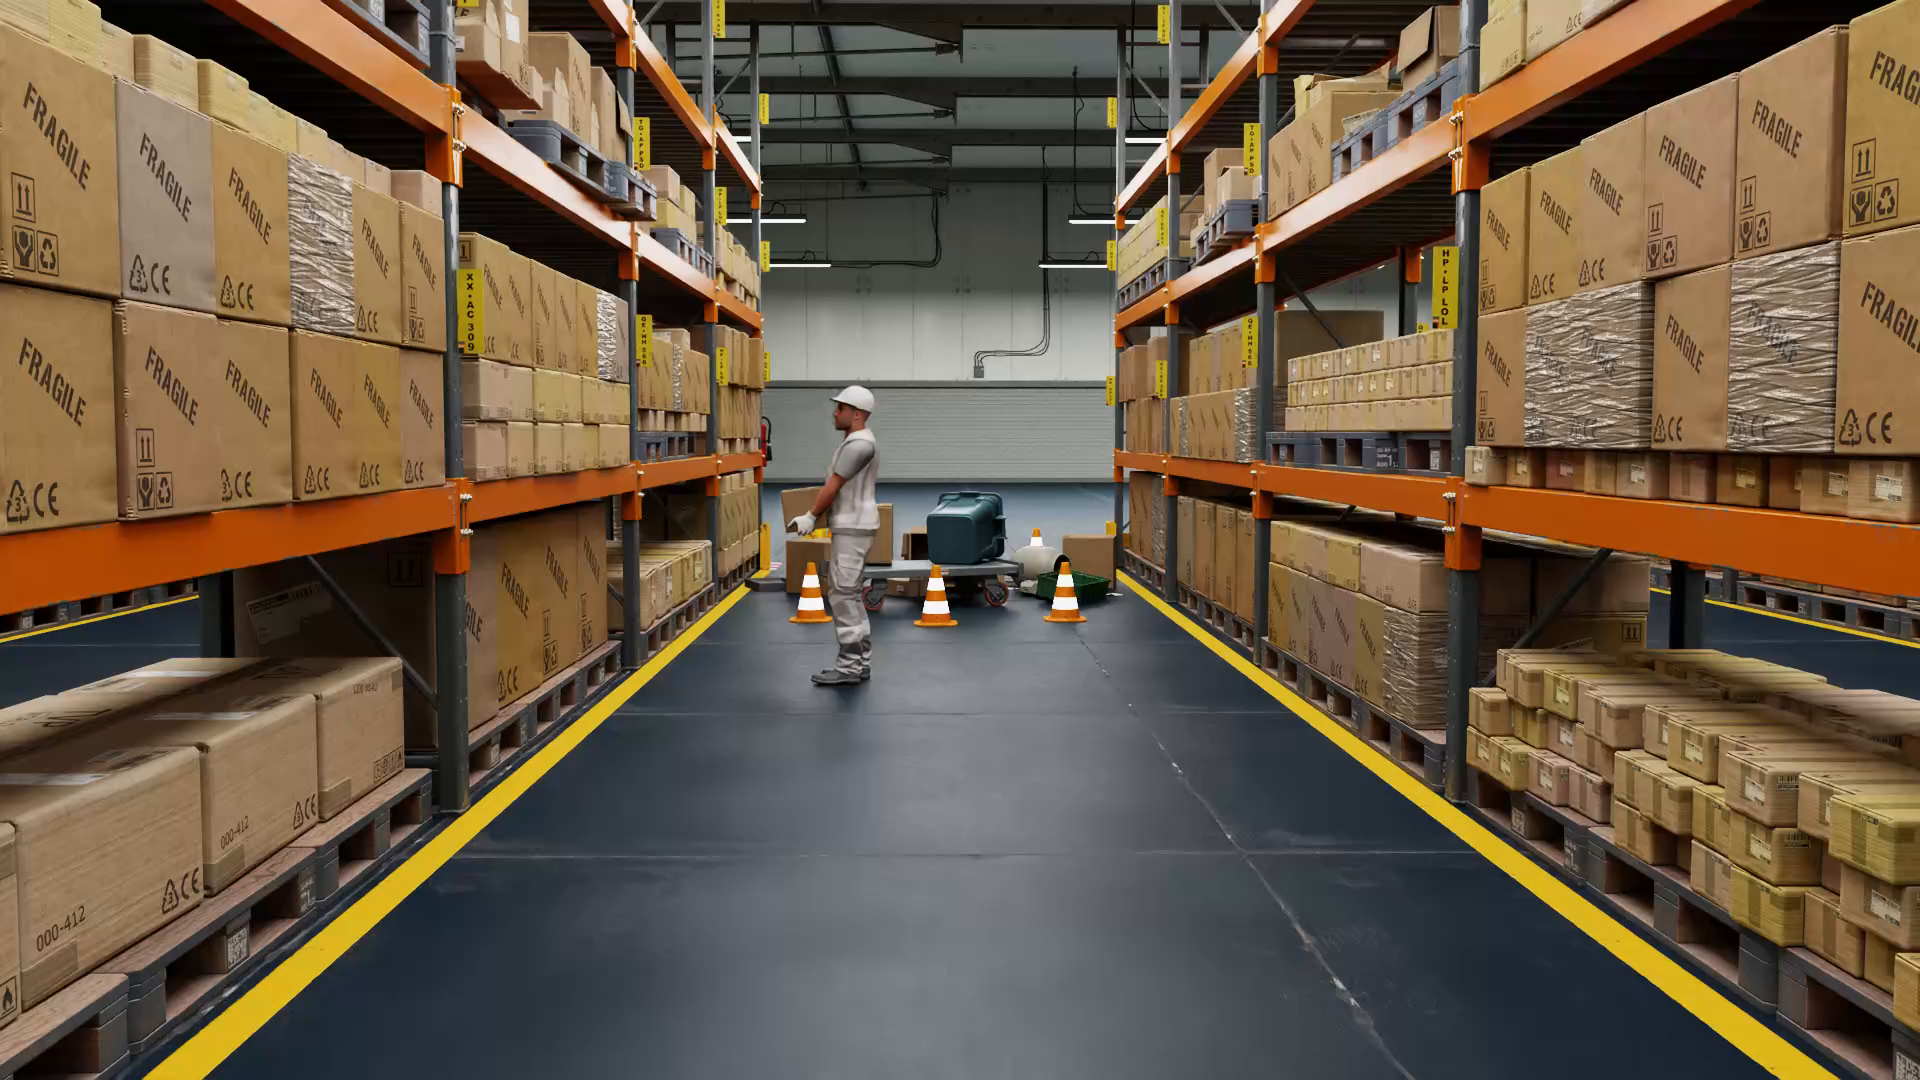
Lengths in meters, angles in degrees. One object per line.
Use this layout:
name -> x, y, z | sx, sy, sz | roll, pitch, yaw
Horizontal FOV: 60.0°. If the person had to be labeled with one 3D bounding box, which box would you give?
person -> -0.748, -0.031, 10.001 | 0.559, 1.782, 0.494 | 0, 4, 0
